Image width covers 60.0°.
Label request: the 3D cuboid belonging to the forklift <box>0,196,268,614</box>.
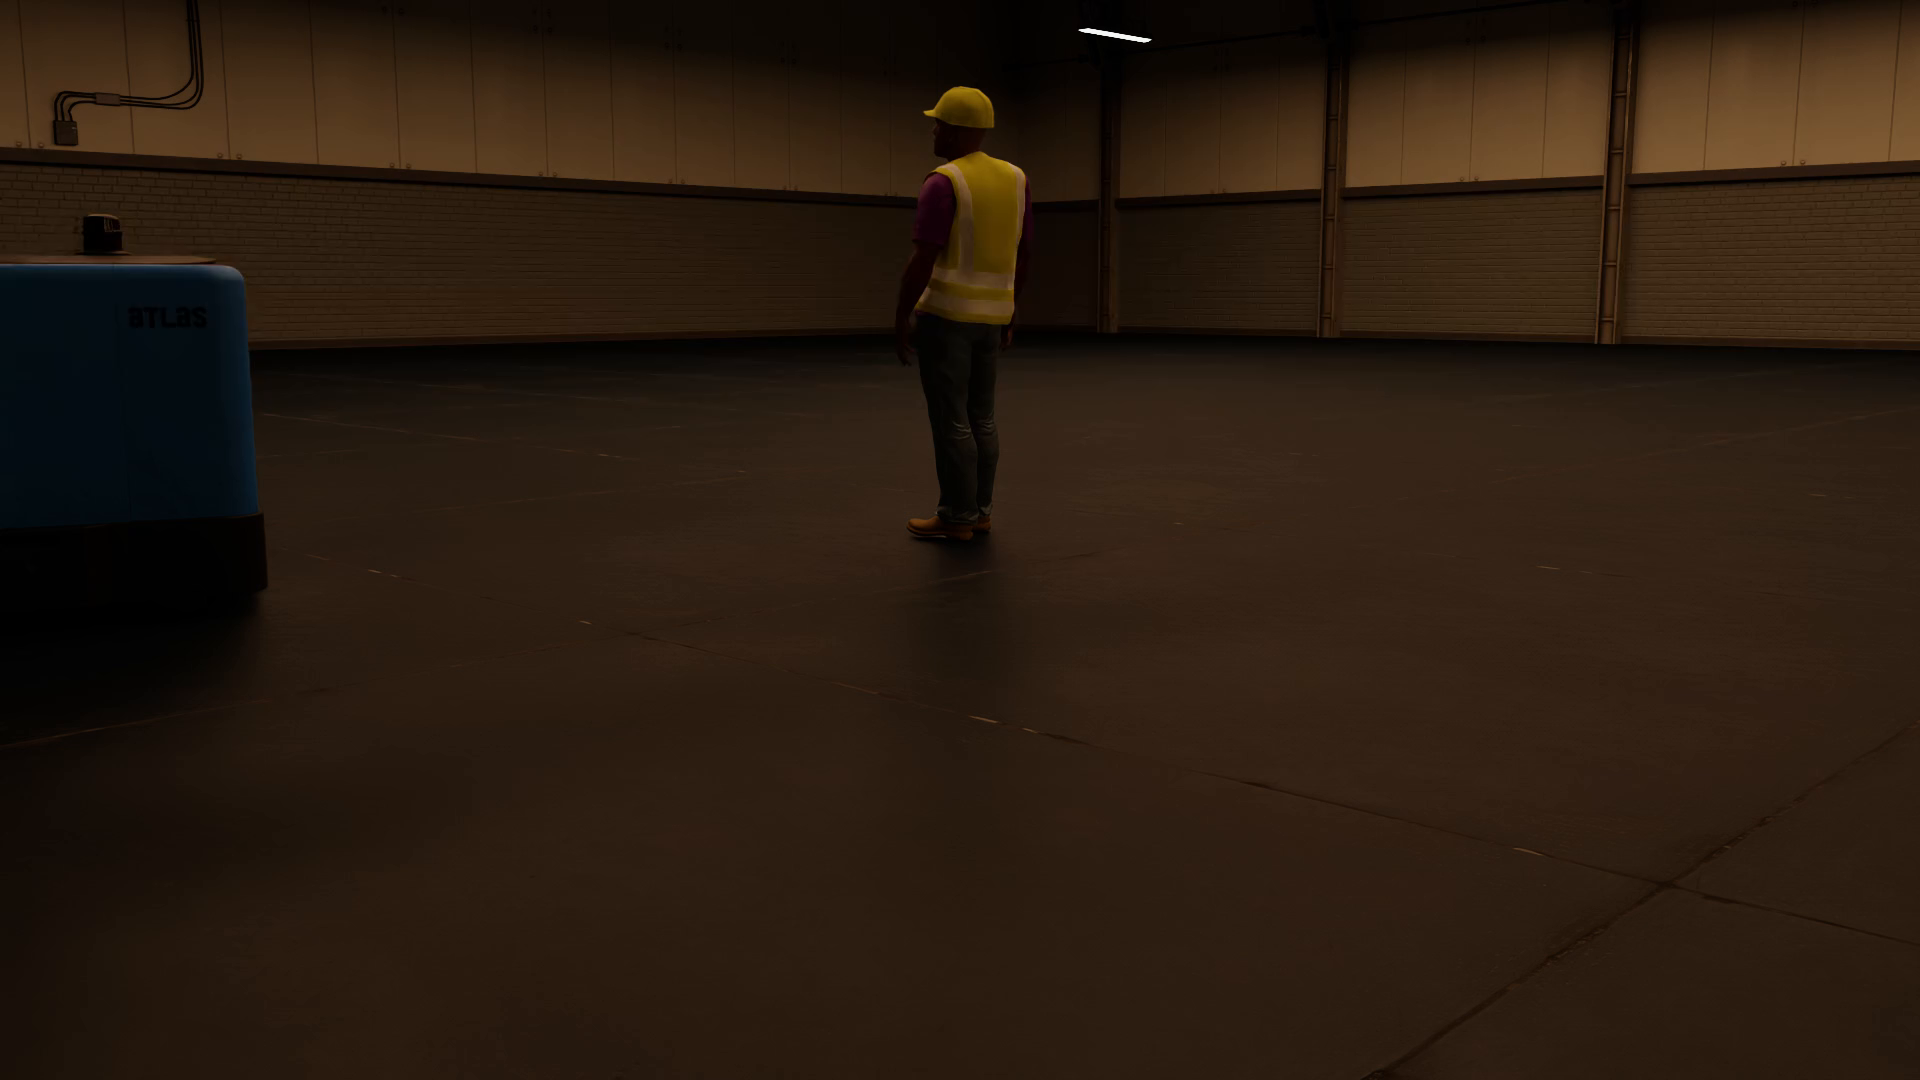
[{"bbox_3d":[-3.732,-1.188,4.762,3.031,2.935,1.130,-4,10,-26],"label":"forklift"}]

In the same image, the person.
[{"bbox_3d":[-0.047,-0.888,6.637,0.575,1.768,0.666,8,12,43],"label":"person"}]
